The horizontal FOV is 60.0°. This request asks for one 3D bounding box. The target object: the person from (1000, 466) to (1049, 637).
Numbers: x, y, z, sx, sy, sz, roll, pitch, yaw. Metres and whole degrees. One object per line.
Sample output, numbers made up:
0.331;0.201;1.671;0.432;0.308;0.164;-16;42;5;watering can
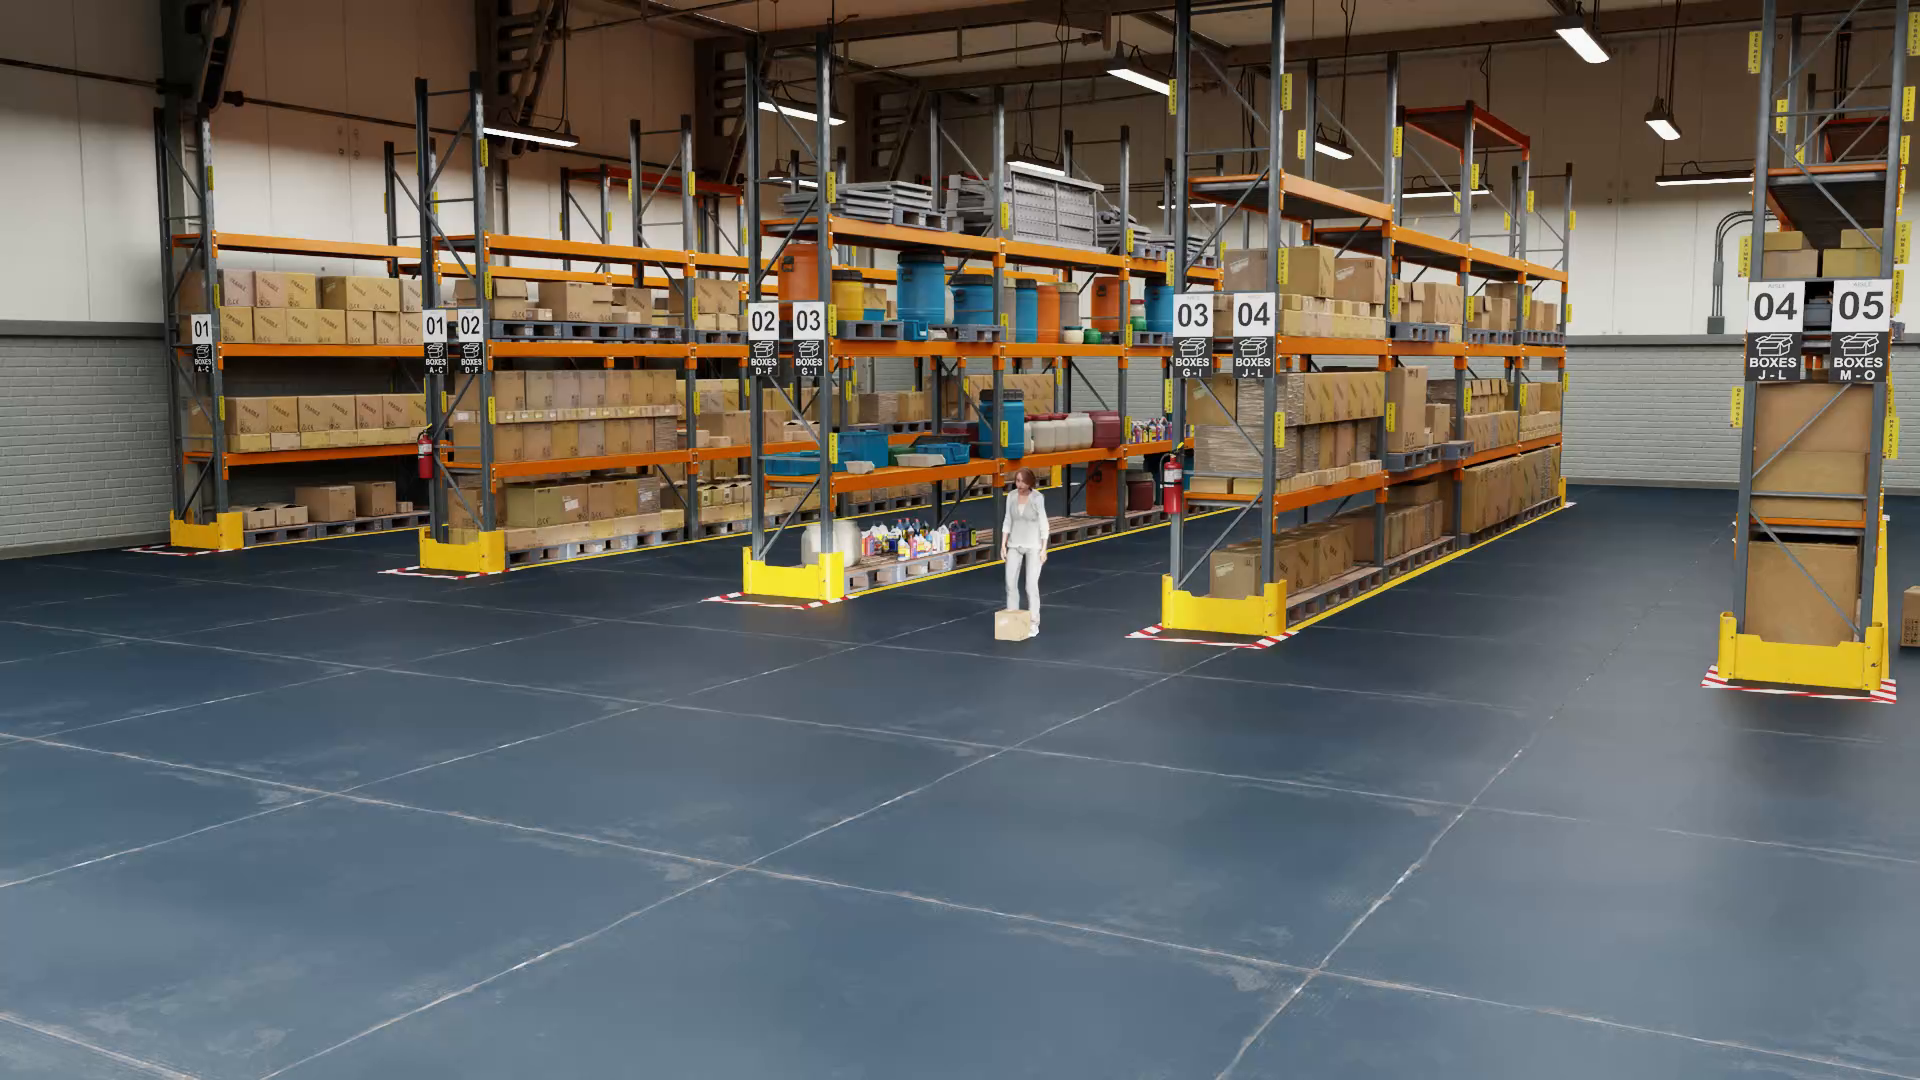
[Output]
0.601;0.100;15.634;0.484;1.594;0.340;3;7;26;person
